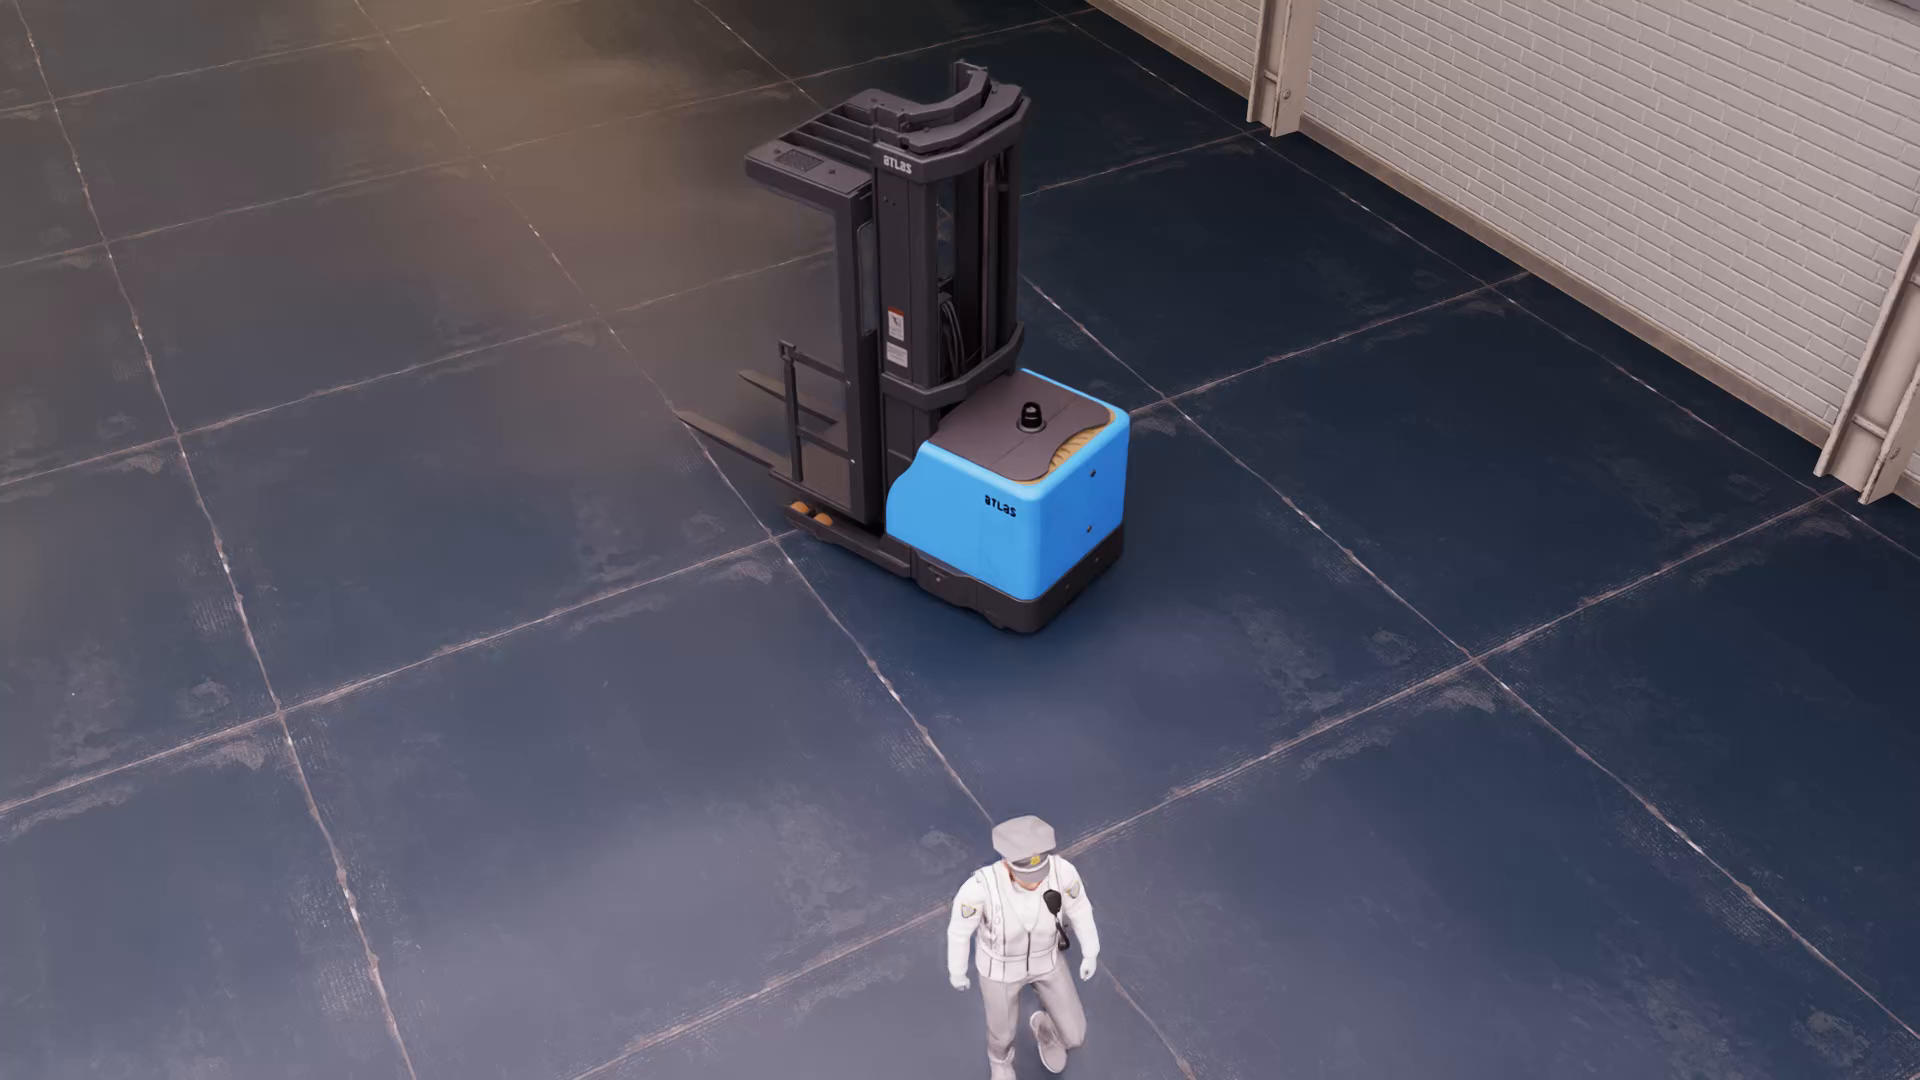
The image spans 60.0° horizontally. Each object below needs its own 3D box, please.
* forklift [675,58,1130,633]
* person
[{"bbox_3d":[-0.481,-1.366,9.683,3.031,2.935,1.130,26,46,28],"label":"forklift"},{"bbox_3d":[0.278,1.787,6.888,0.624,1.652,0.431,-11,41,-13],"label":"person"}]
